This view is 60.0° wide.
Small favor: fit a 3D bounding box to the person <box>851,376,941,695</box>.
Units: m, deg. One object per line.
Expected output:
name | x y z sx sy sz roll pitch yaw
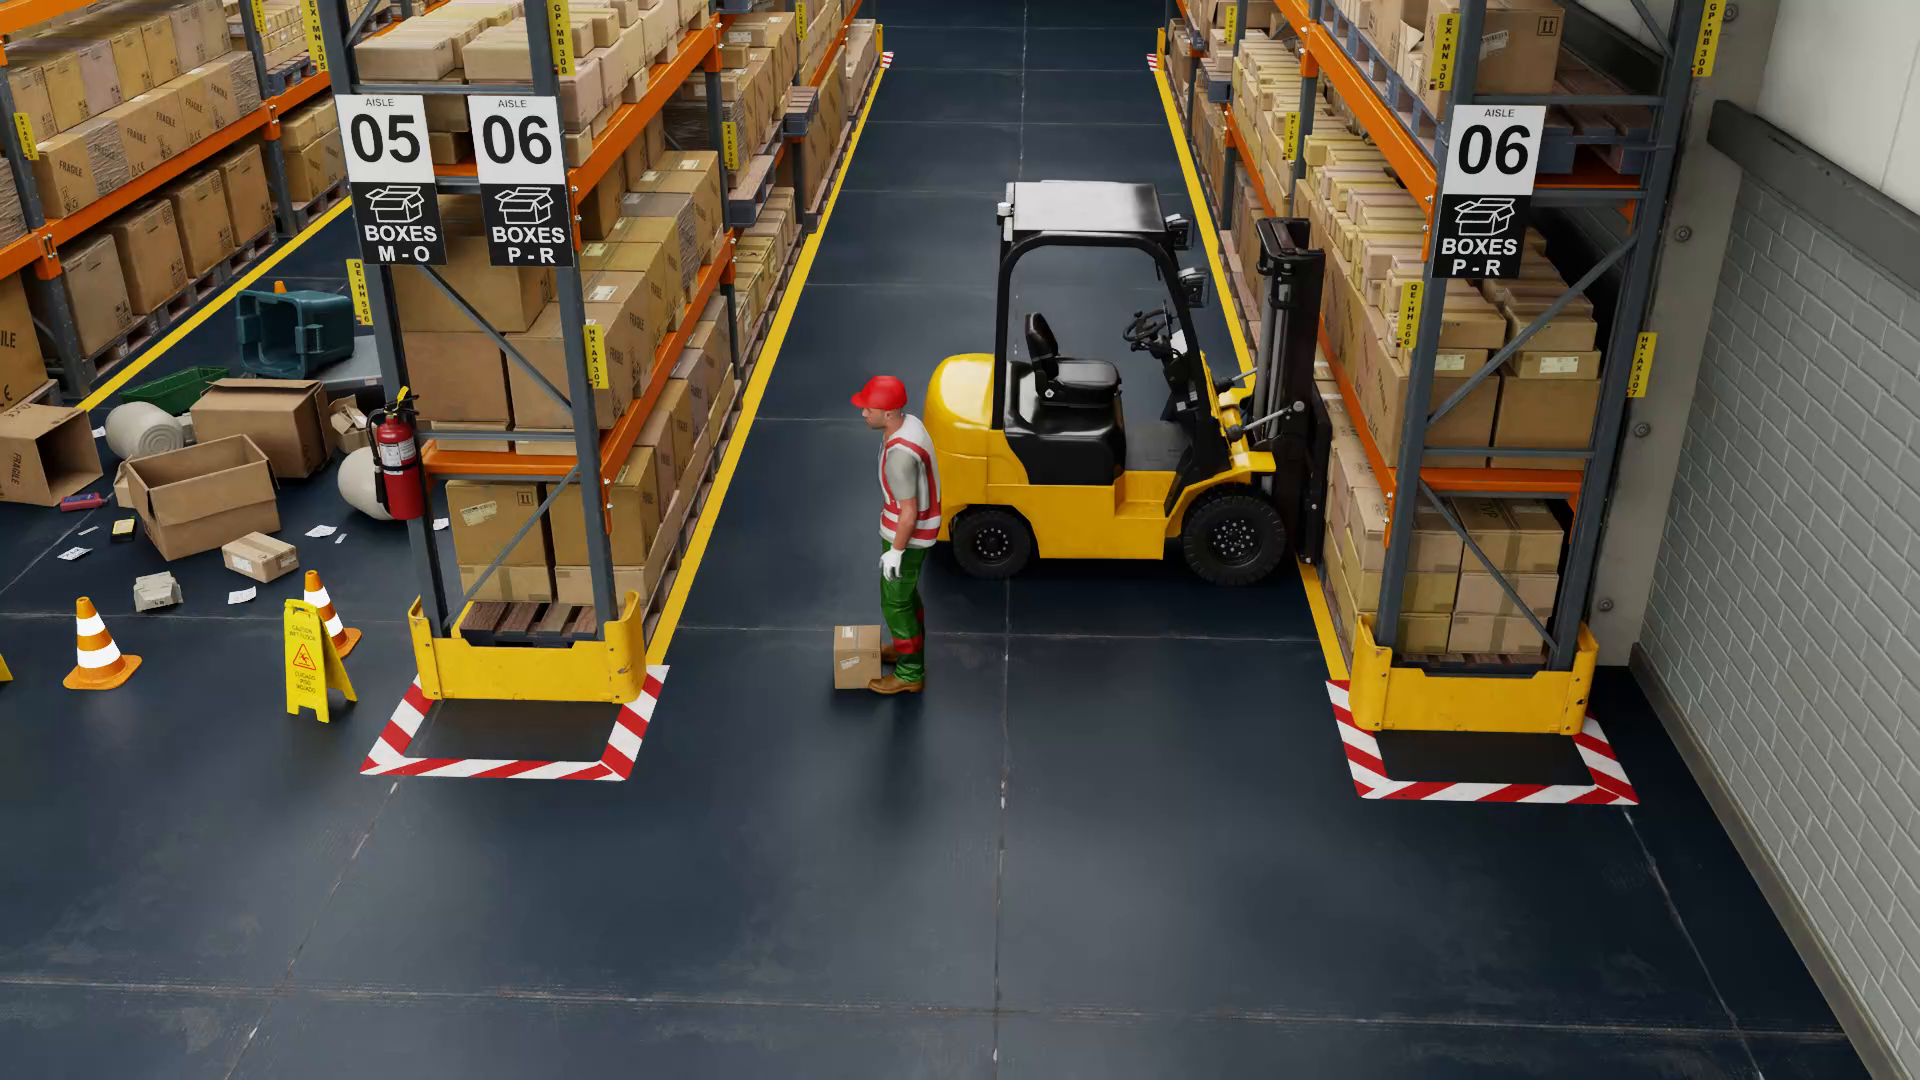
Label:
person | -0.321 -0.038 8.678 0.449 1.779 0.609 0 28 0
